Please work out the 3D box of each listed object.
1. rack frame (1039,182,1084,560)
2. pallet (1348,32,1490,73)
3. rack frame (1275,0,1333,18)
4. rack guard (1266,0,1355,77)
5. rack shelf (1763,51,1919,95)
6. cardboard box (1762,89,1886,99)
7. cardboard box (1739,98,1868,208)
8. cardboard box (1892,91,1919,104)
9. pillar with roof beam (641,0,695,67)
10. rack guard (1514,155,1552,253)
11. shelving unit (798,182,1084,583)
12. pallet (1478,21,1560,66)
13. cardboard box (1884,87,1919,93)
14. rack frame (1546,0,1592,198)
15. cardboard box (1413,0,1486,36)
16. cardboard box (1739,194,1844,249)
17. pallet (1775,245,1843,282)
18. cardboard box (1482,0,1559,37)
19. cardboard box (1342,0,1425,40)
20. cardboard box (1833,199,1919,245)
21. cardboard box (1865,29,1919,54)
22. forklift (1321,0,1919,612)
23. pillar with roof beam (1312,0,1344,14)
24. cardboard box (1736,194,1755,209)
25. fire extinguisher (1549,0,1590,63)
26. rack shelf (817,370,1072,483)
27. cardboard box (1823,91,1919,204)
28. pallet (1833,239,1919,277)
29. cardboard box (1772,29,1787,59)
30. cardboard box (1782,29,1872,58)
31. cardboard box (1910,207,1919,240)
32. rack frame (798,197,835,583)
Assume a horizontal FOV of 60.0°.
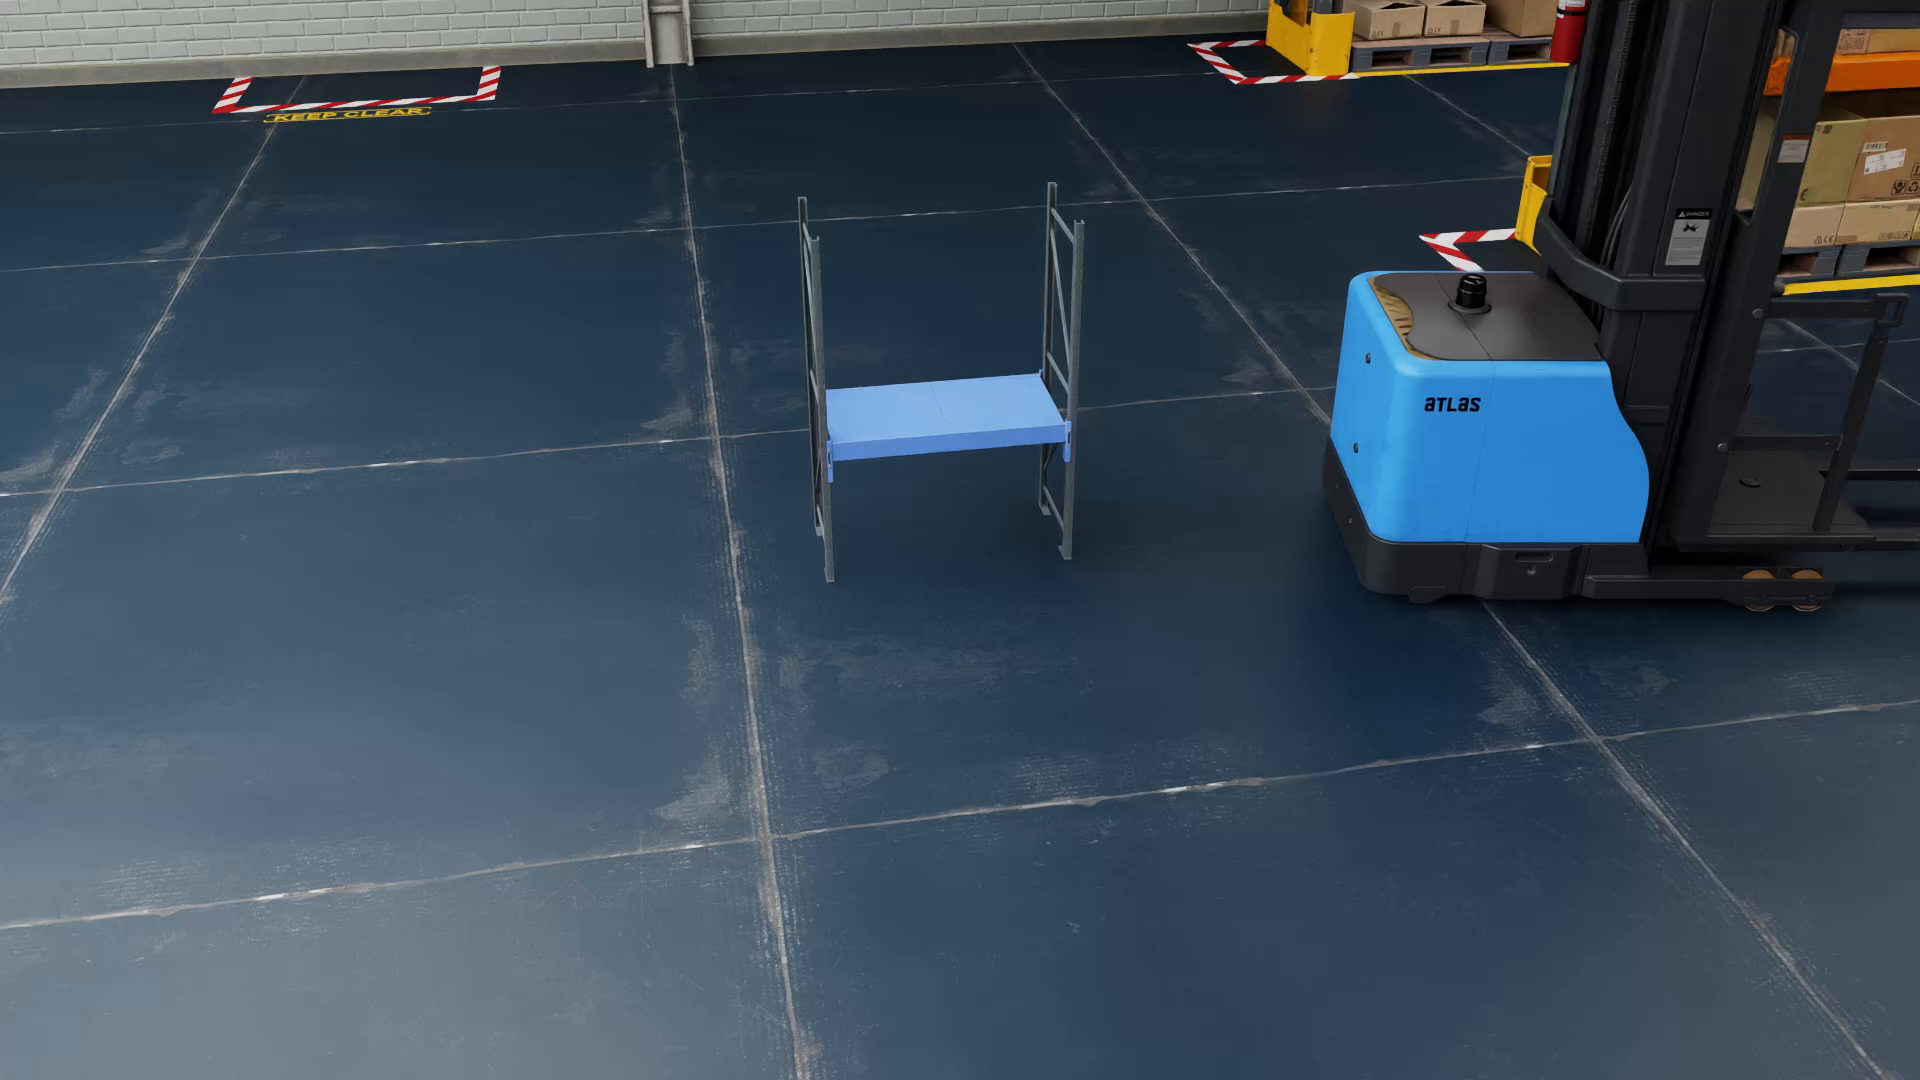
[{"bbox_3d":[0.416,-0.685,6.936,0.032,1.500,0.500,-5,31,-9],"label":"rack frame"},{"bbox_3d":[3.776,-4.291,14.339,1.213,0.211,1.003,-5,31,-9],"label":"pallet"},{"bbox_3d":[2.896,-5.429,13.524,0.127,3.000,1.000,-5,31,-9],"label":"rack frame"},{"bbox_3d":[2.970,-4.359,14.169,0.348,0.500,1.175,-5,31,-9],"label":"rack guard"},{"bbox_3d":[5.759,-2.832,9.817,4.000,0.370,1.077,-5,31,-9],"label":"rack shelf"},{"bbox_3d":[5.246,-2.575,10.228,0.500,0.500,0.500,-5,31,-9],"label":"cardboard box"},{"bbox_3d":[4.851,-2.263,9.699,0.500,0.500,0.500,-5,31,-9],"label":"cardboard box"},{"bbox_3d":[5.835,-2.352,9.850,0.500,0.500,0.500,-5,31,-9],"label":"cardboard box"},{"bbox_3d":[-1.698,-5.816,8.264,0.400,9.000,9.100,-5,31,-9],"label":"pillar with roof beam"},{"bbox_3d":[3.768,-1.880,9.954,0.348,0.500,1.175,-5,31,-9],"label":"rack guard"},{"bbox_3d":[-0.084,-0.639,6.857,1.048,1.500,0.538,-5,31,-9],"label":"shelving unit"},{"bbox_3d":[4.973,-4.400,14.525,1.213,0.211,1.003,-5,31,-9],"label":"pallet"},{"bbox_3d":[5.739,-2.620,10.305,0.500,0.500,0.500,-5,31,-9],"label":"cardboard box"},{"bbox_3d":[3.792,-2.960,9.324,0.127,3.000,1.000,-5,31,-9],"label":"rack frame"},{"bbox_3d":[4.153,-4.530,14.214,0.500,0.311,0.500,-3,31,-5],"label":"cardboard box"},{"bbox_3d":[4.850,-1.941,9.890,0.500,0.250,0.500,-5,31,-9],"label":"cardboard box"},{"bbox_3d":[4.536,-1.849,10.185,1.213,0.211,1.003,-5,31,-9],"label":"pallet"},{"bbox_3d":[4.884,-4.654,14.237,0.500,0.500,0.700,-7,31,-12],"label":"cardboard box"},{"bbox_3d":[3.592,-4.478,14.125,0.500,0.311,0.500,-9,32,-15],"label":"cardboard box"},{"bbox_3d":[5.342,-1.987,9.967,0.500,0.250,0.500,-5,31,-9],"label":"cardboard box"},{"bbox_3d":[5.258,-3.132,9.518,0.500,0.500,0.700,-5,31,-9],"label":"cardboard box"},{"bbox_3d":[3.155,-1.244,6.473,3.031,2.935,1.130,0,30,0],"label":"forklift"},{"bbox_3d":[4.204,-6.364,9.195,0.400,9.000,9.100,-5,31,-9],"label":"pillar with roof beam"},{"bbox_3d":[4.359,-1.894,9.809,0.500,0.250,0.500,-5,31,-9],"label":"cardboard box"},{"bbox_3d":[3.592,-3.147,9.719,0.183,0.674,0.296,-5,31,-9],"label":"fire extinguisher"},{"bbox_3d":[-0.084,-0.484,6.948,1.000,0.185,0.538,-5,31,-9],"label":"rack shelf"},{"bbox_3d":[5.340,-2.316,9.787,0.500,0.500,0.500,-5,31,-9],"label":"cardboard box"},{"bbox_3d":[5.734,-1.958,10.372,1.213,0.211,1.003,-5,31,-9],"label":"pallet"},{"bbox_3d":[4.253,-3.039,9.361,0.500,0.500,0.700,-5,31,-9],"label":"cardboard box"},{"bbox_3d":[4.769,-3.089,9.446,0.500,0.500,0.700,-5,31,-8],"label":"cardboard box"},{"bbox_3d":[5.835,-2.030,10.041,0.500,0.250,0.500,-5,31,-9],"label":"cardboard box"},{"bbox_3d":[-0.584,-0.592,6.778,0.032,1.500,0.500,-5,31,-9],"label":"rack frame"}]
